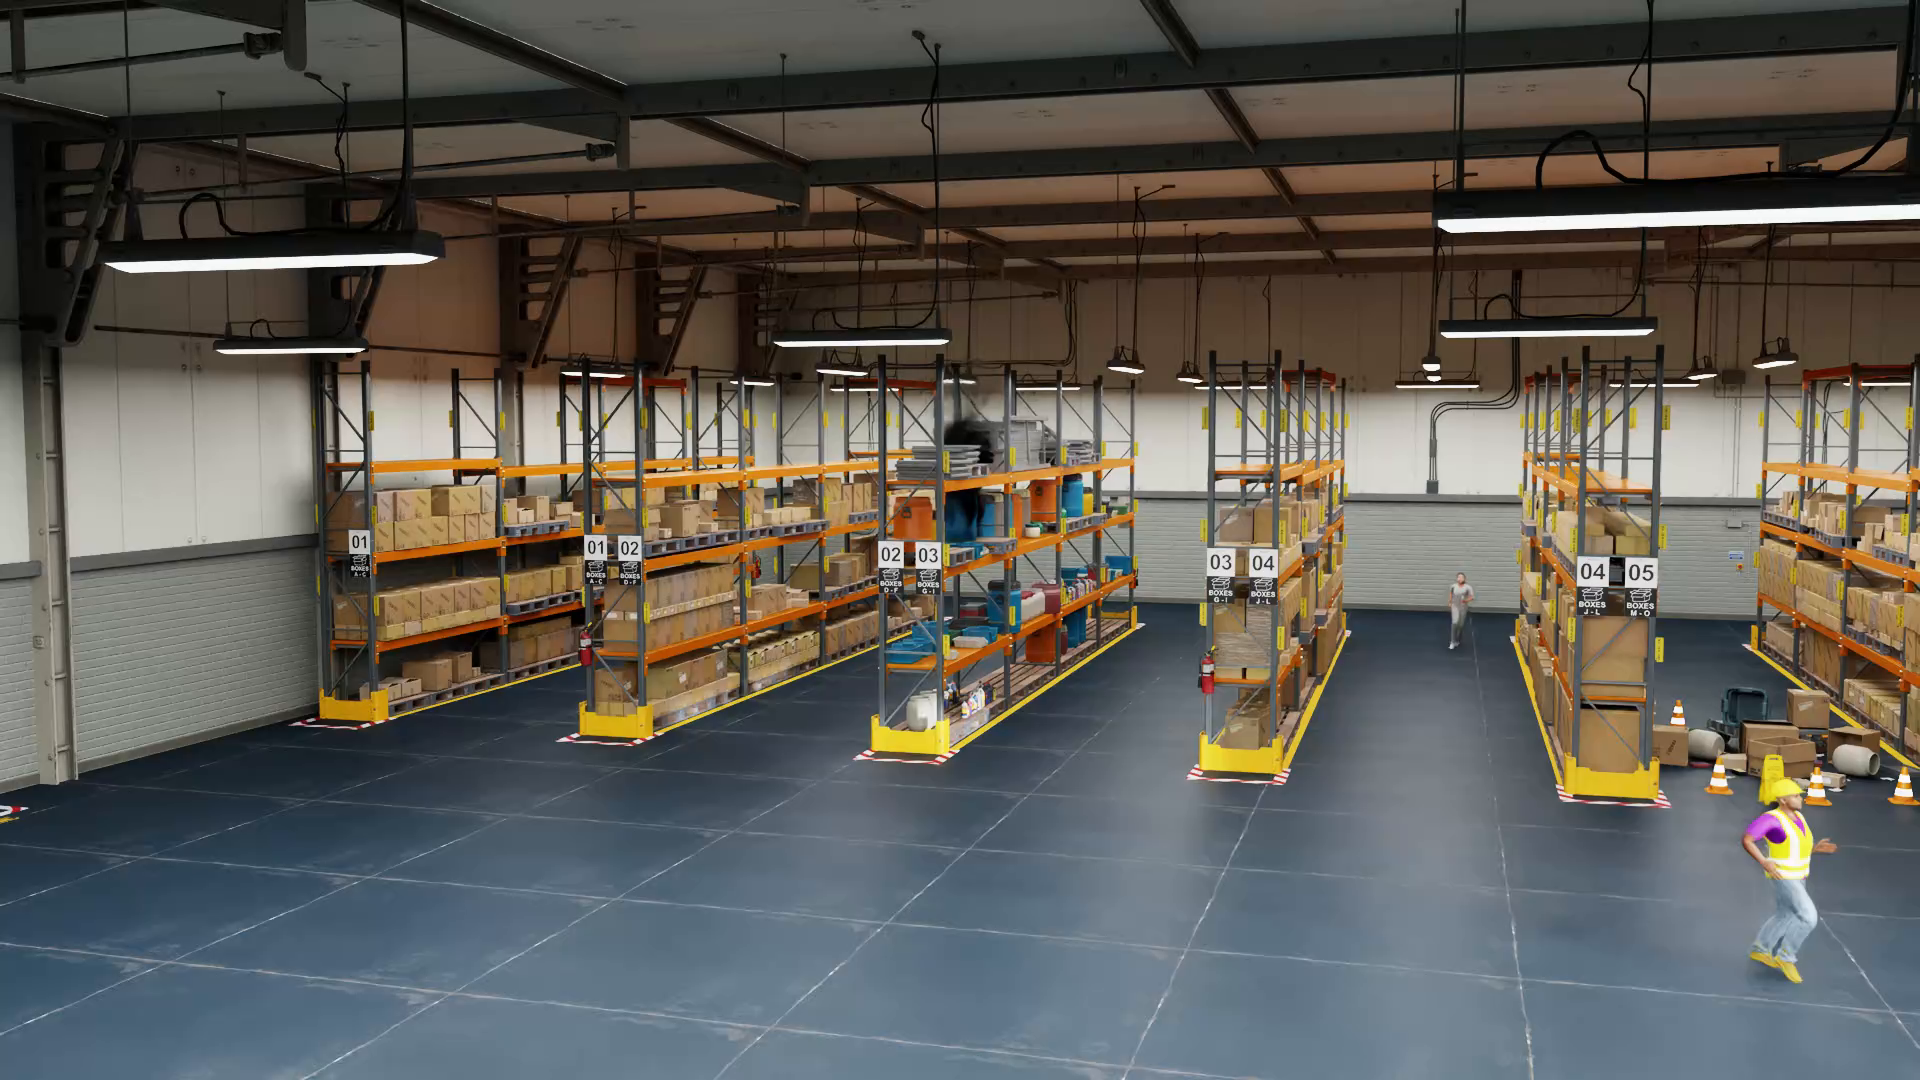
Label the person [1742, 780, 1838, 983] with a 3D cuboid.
[{"bbox_3d":[7.467,3.062,14.956,0.674,1.806,0.696,-4,6,-44],"label":"person"}]

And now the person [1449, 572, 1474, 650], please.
[{"bbox_3d":[11.034,1.545,36.605,0.557,1.678,0.749,2,4,22],"label":"person"}]

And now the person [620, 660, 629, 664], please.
[{"bbox_3d":[-6.275,1.880,31.458,0.661,1.700,0.963,1,4,9],"label":"person"}]
